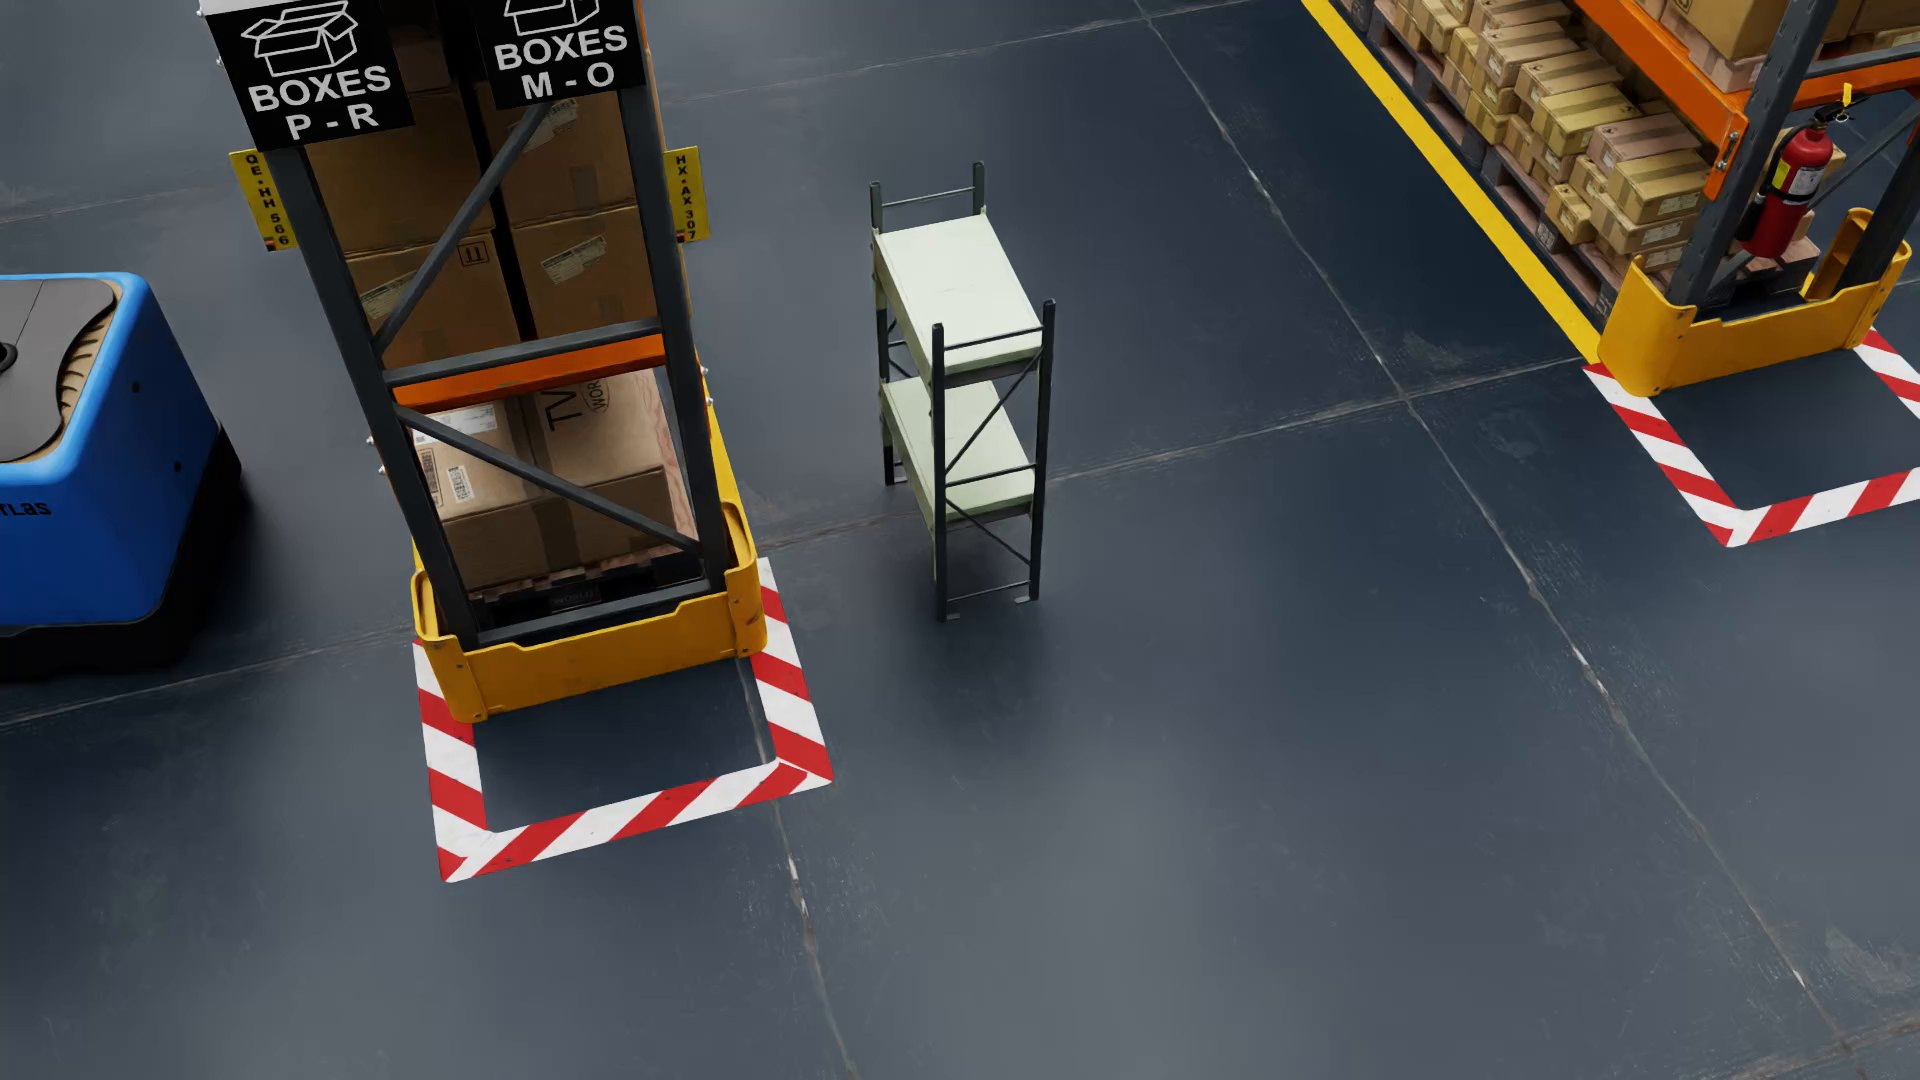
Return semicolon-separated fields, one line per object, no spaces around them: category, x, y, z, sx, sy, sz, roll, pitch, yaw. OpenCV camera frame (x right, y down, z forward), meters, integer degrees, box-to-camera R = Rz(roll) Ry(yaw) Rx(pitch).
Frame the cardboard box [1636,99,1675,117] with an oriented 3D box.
cardboard box;3.286;-1.885;7.562;0.380;0.149;0.250;-13;51;-11

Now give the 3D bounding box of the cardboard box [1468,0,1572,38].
cardboard box;2.643;-2.459;7.852;0.380;0.149;0.250;-15;51;-12

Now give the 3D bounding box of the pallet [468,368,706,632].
pallet;-1.630;-0.234;6.599;1.003;0.211;1.213;-13;51;-11

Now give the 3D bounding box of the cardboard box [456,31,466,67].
cardboard box;-2.010;-1.635;5.891;0.500;0.500;0.500;-12;51;-10

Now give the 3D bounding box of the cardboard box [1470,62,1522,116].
cardboard box;2.630;-2.148;7.784;0.380;0.149;0.250;-13;51;-10

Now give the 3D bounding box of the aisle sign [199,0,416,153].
aisle sign;-1.594;-1.282;3.958;0.394;0.787;0.004;-13;51;-11

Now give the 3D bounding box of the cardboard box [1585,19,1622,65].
cardboard box;3.176;-2.382;7.787;0.380;0.149;0.250;-12;51;-10

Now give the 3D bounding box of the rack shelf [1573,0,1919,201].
rack shelf;2.789;-2.989;7.568;1.077;0.370;4.000;-13;51;-11

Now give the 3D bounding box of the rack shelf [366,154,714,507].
rack shelf;-1.910;-1.796;6.562;1.077;0.370;4.000;-13;51;-11

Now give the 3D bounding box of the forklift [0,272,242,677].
forklift;-4.381;-0.802;5.298;3.031;2.935;1.130;-2;50;-2

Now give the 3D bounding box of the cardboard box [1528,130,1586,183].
cardboard box;2.796;-1.772;7.467;0.380;0.149;0.250;-15;52;-12

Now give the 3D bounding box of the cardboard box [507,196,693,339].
cardboard box;-1.186;-1.015;5.368;0.500;0.500;0.500;-14;51;-11

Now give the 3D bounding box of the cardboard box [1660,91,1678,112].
cardboard box;3.401;-2.015;7.477;0.380;0.149;0.250;-13;51;-11

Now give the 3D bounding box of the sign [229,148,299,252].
sign;-1.841;-0.904;4.428;0.100;0.325;0.005;-13;51;-11

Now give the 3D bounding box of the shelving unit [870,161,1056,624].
shelving unit;-0.002;-0.488;5.970;0.431;1.500;0.755;-13;51;-11

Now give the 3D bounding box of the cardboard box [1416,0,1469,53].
cardboard box;2.464;-2.534;8.109;0.380;0.149;0.250;-13;51;-11

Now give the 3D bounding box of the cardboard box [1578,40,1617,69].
cardboard box;3.145;-2.269;7.886;0.380;0.149;0.250;-16;52;-13

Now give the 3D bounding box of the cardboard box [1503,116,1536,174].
cardboard box;2.771;-1.869;7.743;0.380;0.149;0.250;-13;51;-11

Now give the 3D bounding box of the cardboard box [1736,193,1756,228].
cardboard box;3.470;-1.513;7.249;0.380;0.149;0.250;-11;51;-9

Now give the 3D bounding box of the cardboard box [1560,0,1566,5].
cardboard box;2.976;-2.746;8.094;0.380;0.149;0.250;-13;51;-11

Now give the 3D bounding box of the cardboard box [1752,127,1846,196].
cardboard box;3.550;-1.628;7.151;0.380;0.149;0.250;-15;52;-13

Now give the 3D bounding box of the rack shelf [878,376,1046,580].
rack shelf;-0.002;-0.278;6.220;0.431;0.370;0.720;-13;51;-11

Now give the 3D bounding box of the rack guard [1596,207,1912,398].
rack guard;3.358;-1.010;7.064;1.175;0.500;0.348;-13;51;-11

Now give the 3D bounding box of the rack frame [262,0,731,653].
rack frame;-1.319;-0.567;5.056;1.000;3.000;0.127;-13;51;-11

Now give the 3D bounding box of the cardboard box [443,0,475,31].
cardboard box;-1.305;-1.628;4.806;0.380;0.149;0.250;-12;51;-10

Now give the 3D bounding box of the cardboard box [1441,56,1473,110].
cardboard box;2.574;-2.245;8.060;0.380;0.149;0.250;-12;51;-10

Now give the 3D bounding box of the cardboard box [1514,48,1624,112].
cardboard box;2.748;-2.058;7.514;0.380;0.149;0.250;-15;52;-12

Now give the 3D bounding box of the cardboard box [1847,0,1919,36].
cardboard box;3.511;-2.278;6.239;0.500;0.500;0.500;-11;51;-9

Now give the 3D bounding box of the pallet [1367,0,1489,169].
pallet;2.794;-2.408;8.431;1.003;0.211;1.213;-13;51;-11

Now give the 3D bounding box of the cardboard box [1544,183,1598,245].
cardboard box;2.852;-1.479;7.414;0.380;0.149;0.250;-12;51;-10

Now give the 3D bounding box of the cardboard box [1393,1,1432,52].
cardboard box;2.420;-2.621;8.377;0.380;0.149;0.250;-15;51;-12

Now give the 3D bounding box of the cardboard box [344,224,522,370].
cardboard box;-1.714;-0.892;5.264;0.500;0.500;0.500;-13;51;-11

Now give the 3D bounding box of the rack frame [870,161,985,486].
rack frame;-0.110;-0.756;6.196;0.400;1.500;0.023;-13;51;-11

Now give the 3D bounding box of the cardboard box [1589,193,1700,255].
cardboard box;2.951;-1.393;7.148;0.380;0.149;0.250;-15;51;-12

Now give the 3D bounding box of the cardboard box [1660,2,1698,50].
cardboard box;2.976;-2.043;6.465;0.380;0.149;0.250;-13;51;-11

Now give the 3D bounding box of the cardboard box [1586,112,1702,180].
cardboard box;2.962;-1.694;7.207;0.380;0.149;0.250;-12;51;-10

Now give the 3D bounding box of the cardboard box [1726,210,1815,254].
cardboard box;3.531;-1.432;7.375;0.380;0.149;0.250;-12;51;-10

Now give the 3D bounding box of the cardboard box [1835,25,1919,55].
cardboard box;3.597;-1.990;6.420;0.380;0.149;0.250;-14;51;-11

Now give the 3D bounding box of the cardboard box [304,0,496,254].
cardboard box;-1.689;-1.220;4.887;0.500;0.500;0.500;-12;51;-10

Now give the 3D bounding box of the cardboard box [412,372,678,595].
cardboard box;-1.610;-0.336;6.262;0.875;0.438;0.875;-15;51;-12
